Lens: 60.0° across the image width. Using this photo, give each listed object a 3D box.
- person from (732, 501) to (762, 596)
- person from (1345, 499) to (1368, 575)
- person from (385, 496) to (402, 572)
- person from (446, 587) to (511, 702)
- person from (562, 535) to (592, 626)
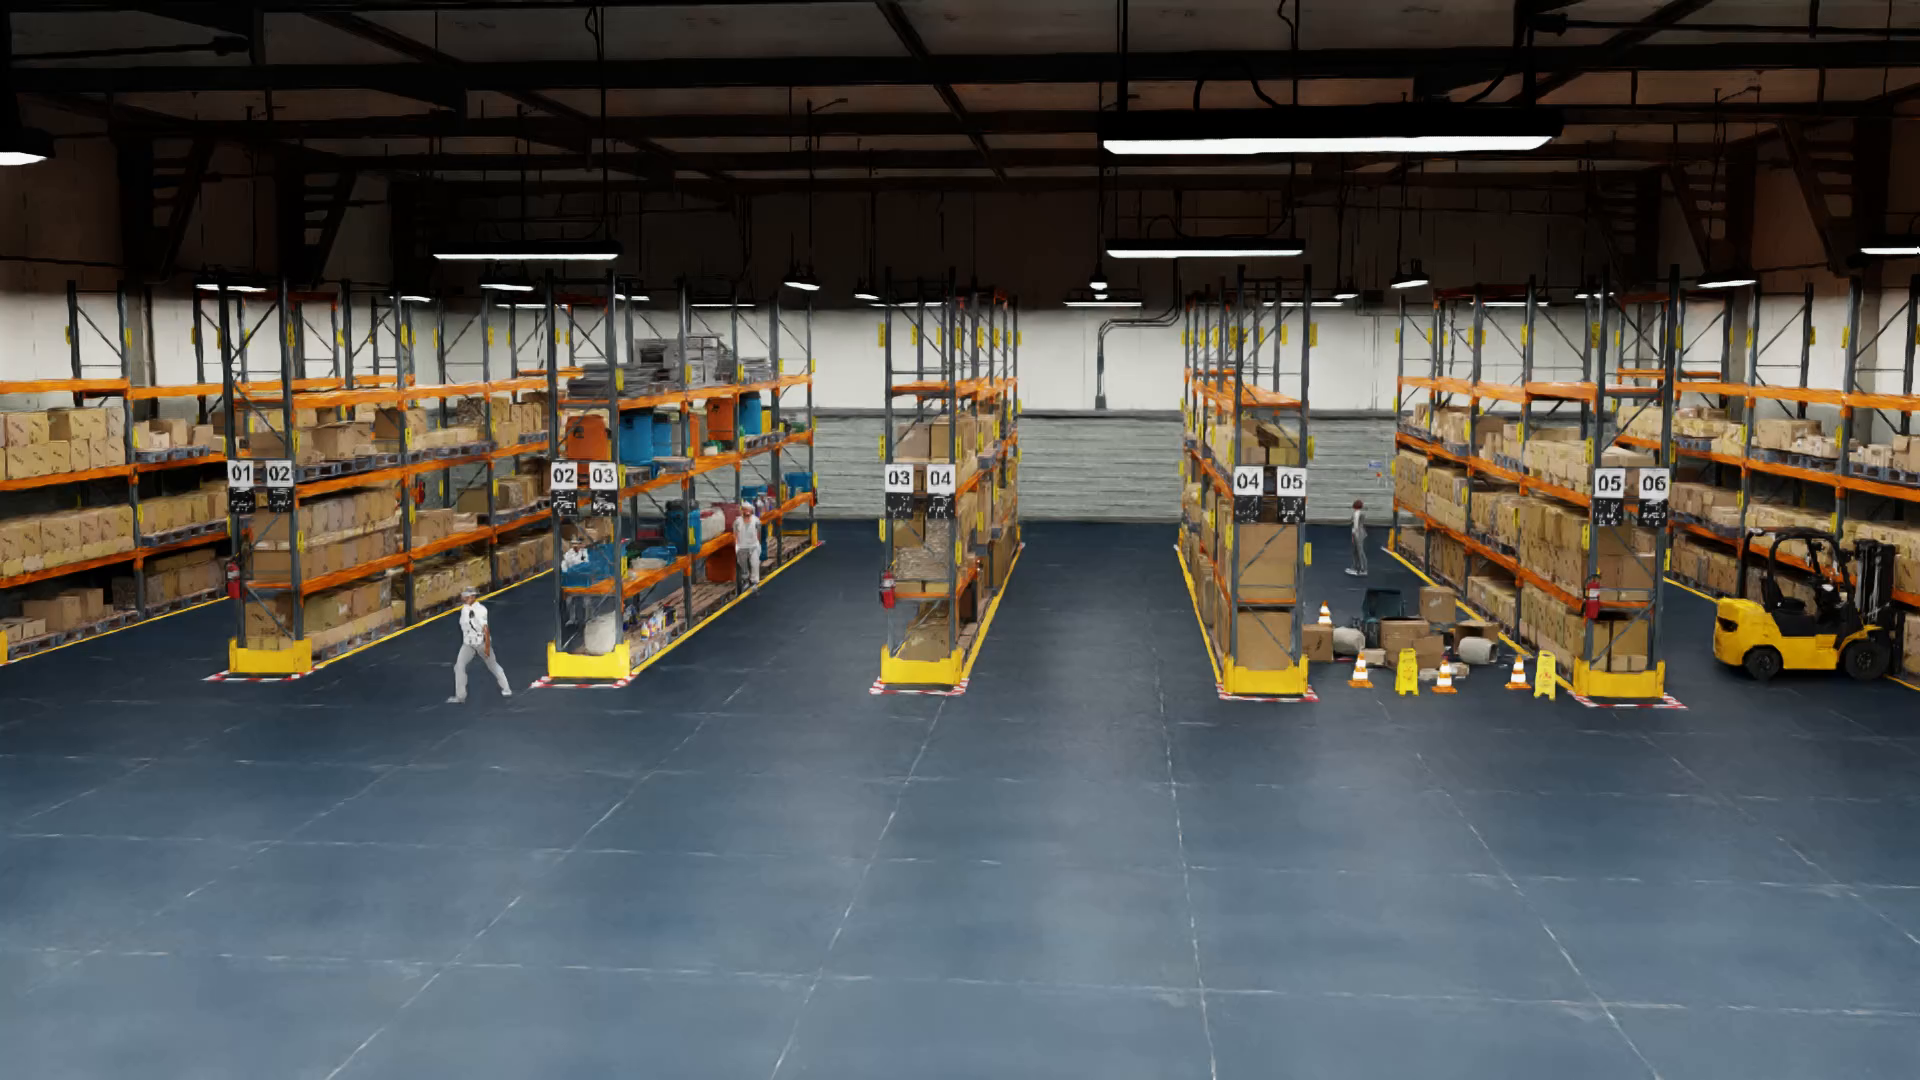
[{"bbox_3d":[-3.920,0.140,30.615,0.526,1.727,1.033,0,7,-4],"label":"person"},{"bbox_3d":[8.415,-0.076,35.229,0.542,1.588,0.540,3,8,25],"label":"person"},{"bbox_3d":[-12.070,-0.141,35.750,0.458,1.612,1.010,1,7,4],"label":"person"},{"bbox_3d":[-6.651,1.414,22.996,0.503,1.612,0.943,3,8,26],"label":"person"},{"bbox_3d":[-6.616,0.697,28.898,0.639,1.632,0.512,0,7,3],"label":"person"}]
